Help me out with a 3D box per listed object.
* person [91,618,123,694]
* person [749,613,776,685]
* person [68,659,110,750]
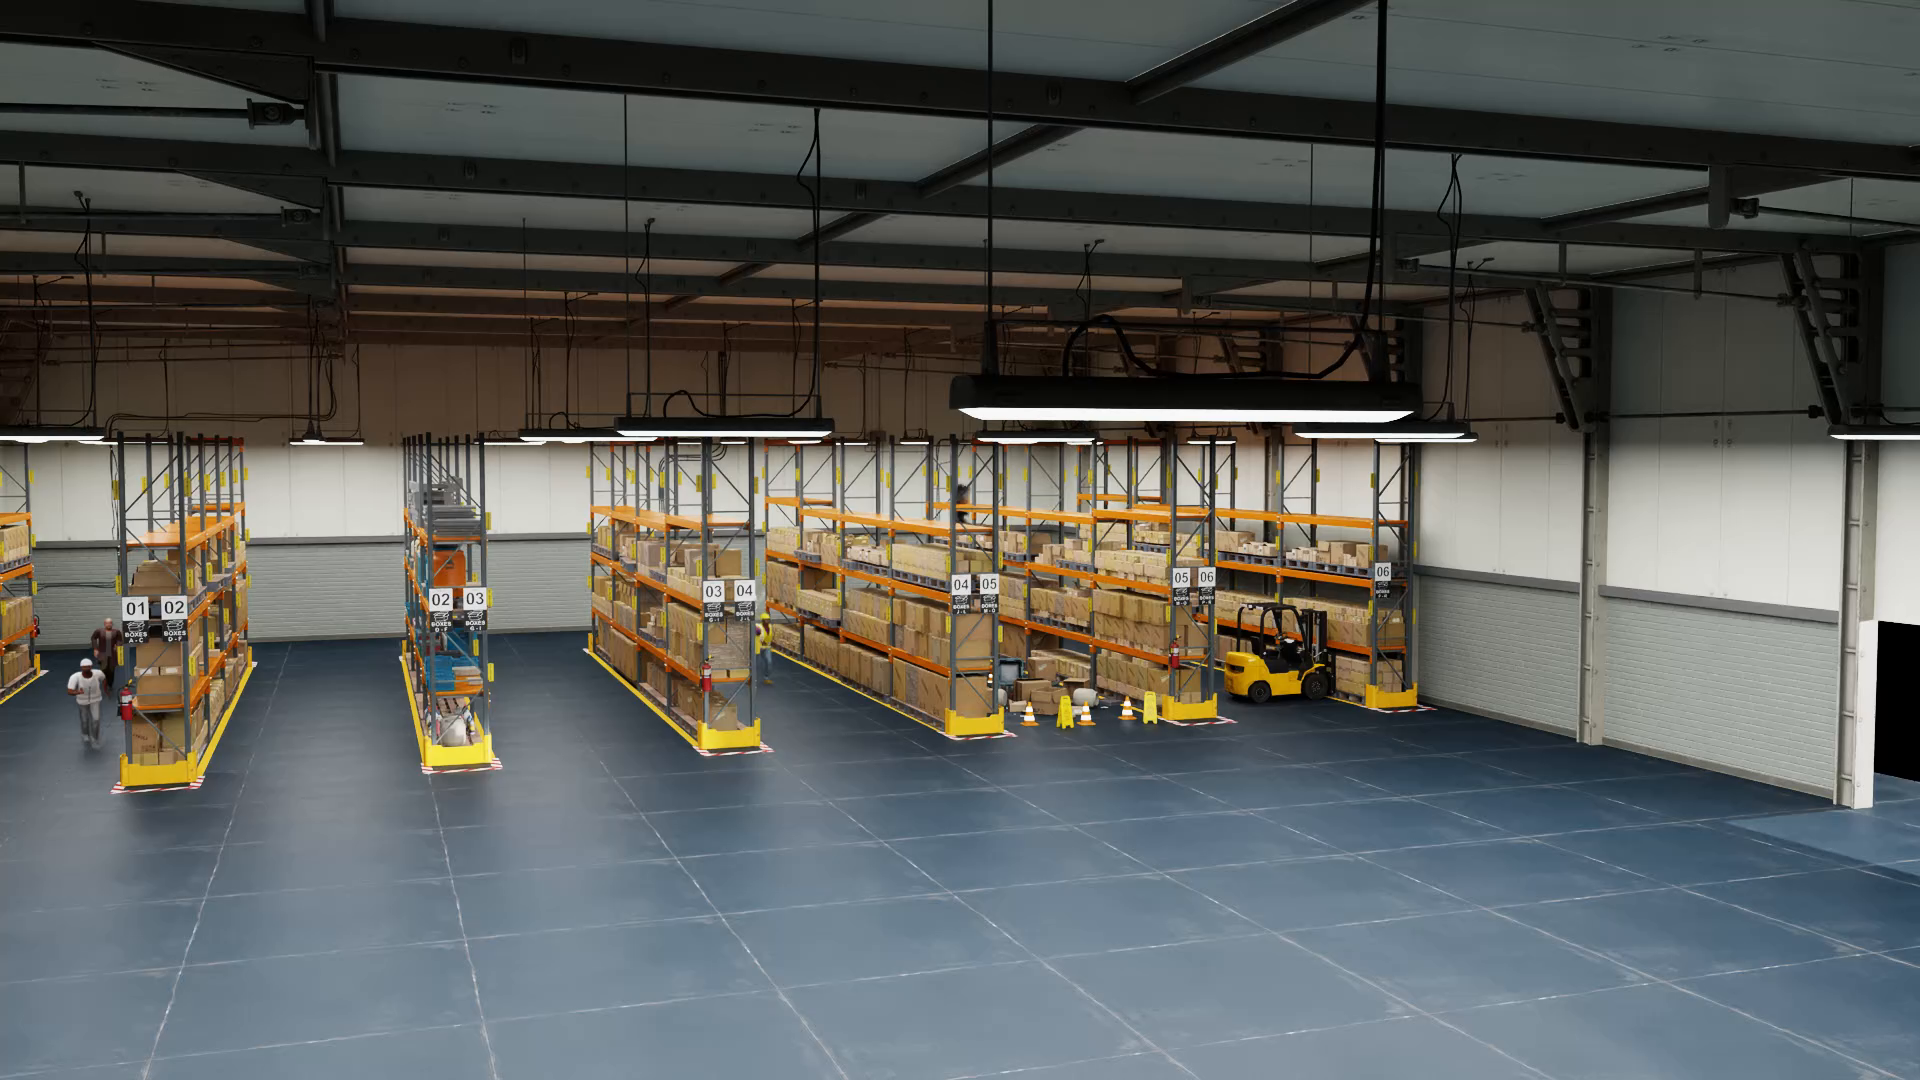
[{"bbox_3d":[-19.897,2.708,38.825,0.653,1.792,0.888,-2,4,-32],"label":"person"},{"bbox_3d":[-4.835,2.626,40.362,0.702,1.731,0.907,-3,4,-40],"label":"person"},{"bbox_3d":[-16.611,3.101,31.721,0.714,1.733,0.984,-2,4,-27],"label":"person"}]
